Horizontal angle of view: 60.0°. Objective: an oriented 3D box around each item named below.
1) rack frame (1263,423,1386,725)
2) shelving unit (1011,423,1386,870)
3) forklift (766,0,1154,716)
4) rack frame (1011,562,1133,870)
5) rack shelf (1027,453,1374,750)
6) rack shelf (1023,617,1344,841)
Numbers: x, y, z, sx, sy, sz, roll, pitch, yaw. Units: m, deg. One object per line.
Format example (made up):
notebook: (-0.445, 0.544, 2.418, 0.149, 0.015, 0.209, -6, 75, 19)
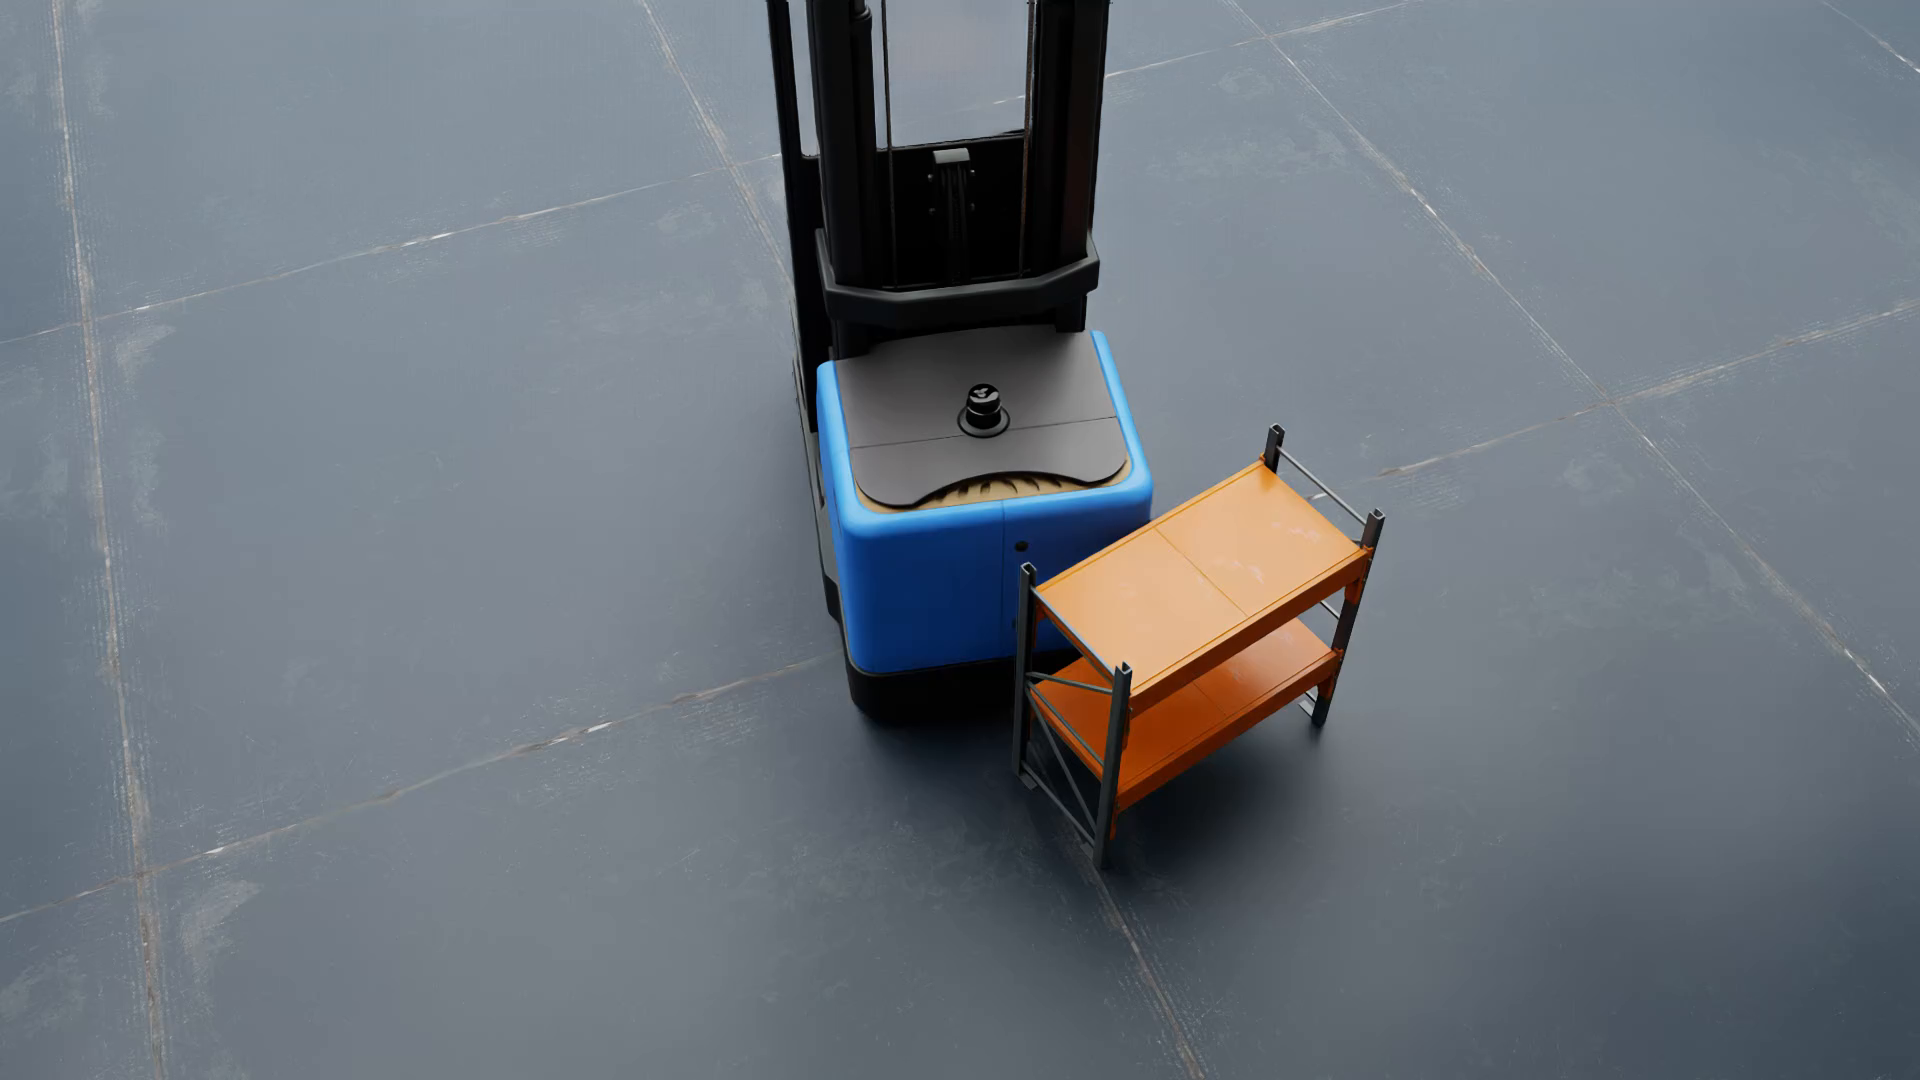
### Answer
rack frame: (1.167, 0.143, 5.726, 0.032, 1.125, 0.500, -29, 55, -22)
shelving unit: (0.754, 0.368, 5.533, 1.048, 1.125, 0.538, -29, 55, -22)
forklift: (-0.107, -1.464, 5.916, 1.130, 2.935, 3.031, -7, 50, -6)
rack frame: (0.341, 0.592, 5.341, 0.032, 1.125, 0.500, -29, 55, -22)
rack shelf: (0.754, 0.177, 5.311, 1.000, 0.278, 0.538, -29, 55, -22)
rack shelf: (0.754, 0.527, 5.719, 1.000, 0.278, 0.538, -29, 55, -22)
